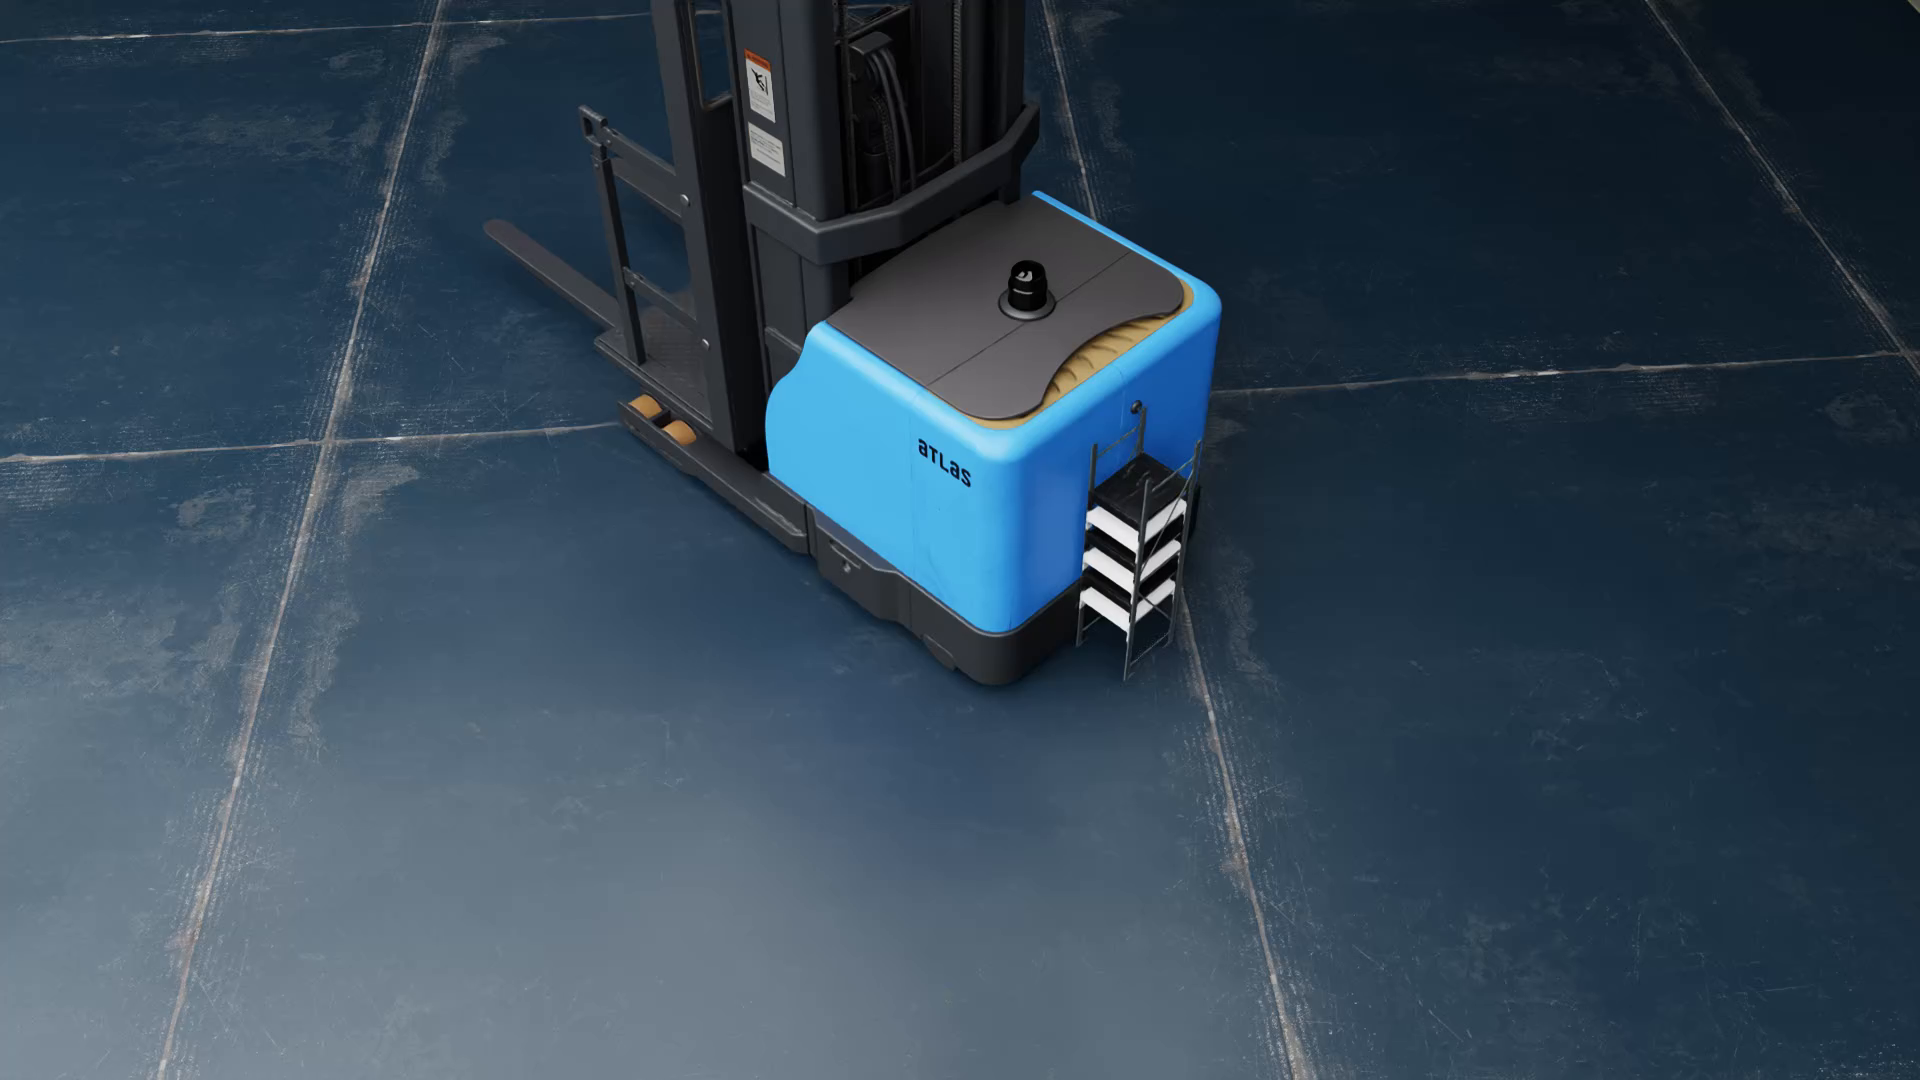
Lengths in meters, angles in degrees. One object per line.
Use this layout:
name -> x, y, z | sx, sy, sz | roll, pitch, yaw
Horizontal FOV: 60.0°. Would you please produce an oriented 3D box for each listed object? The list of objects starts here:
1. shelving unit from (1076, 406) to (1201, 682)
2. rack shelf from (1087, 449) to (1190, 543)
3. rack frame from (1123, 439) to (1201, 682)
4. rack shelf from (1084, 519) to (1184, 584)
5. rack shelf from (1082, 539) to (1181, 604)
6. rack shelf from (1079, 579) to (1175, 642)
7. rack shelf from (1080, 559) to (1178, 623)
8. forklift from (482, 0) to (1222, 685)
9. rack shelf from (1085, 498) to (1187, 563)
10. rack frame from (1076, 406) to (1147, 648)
shelving unit -> 0.536, 0.030, 5.101 | 0.210, 0.900, 0.258 | 36, 56, 29
rack shelf -> 0.536, -0.132, 4.930 | 0.200, 0.077, 0.258 | 36, 56, 29
rack frame -> 0.608, 0.082, 5.052 | 0.006, 0.900, 0.240 | 36, 56, 29
rack shelf -> 0.536, -0.009, 5.060 | 0.200, 0.077, 0.258 | 36, 56, 29
rack shelf -> 0.536, 0.053, 5.126 | 0.200, 0.077, 0.258 | 36, 56, 29
rack shelf -> 0.536, 0.177, 5.256 | 0.200, 0.077, 0.258 | 36, 56, 29
rack shelf -> 0.536, 0.115, 5.191 | 0.200, 0.077, 0.258 | 36, 56, 29
forklift -> -0.597, -1.512, 5.164 | 3.031, 2.935, 1.130 | 36, 56, 29
rack shelf -> 0.536, -0.071, 4.995 | 0.200, 0.077, 0.258 | 36, 56, 29
rack frame -> 0.464, -0.022, 5.151 | 0.006, 0.900, 0.240 | 36, 56, 29
